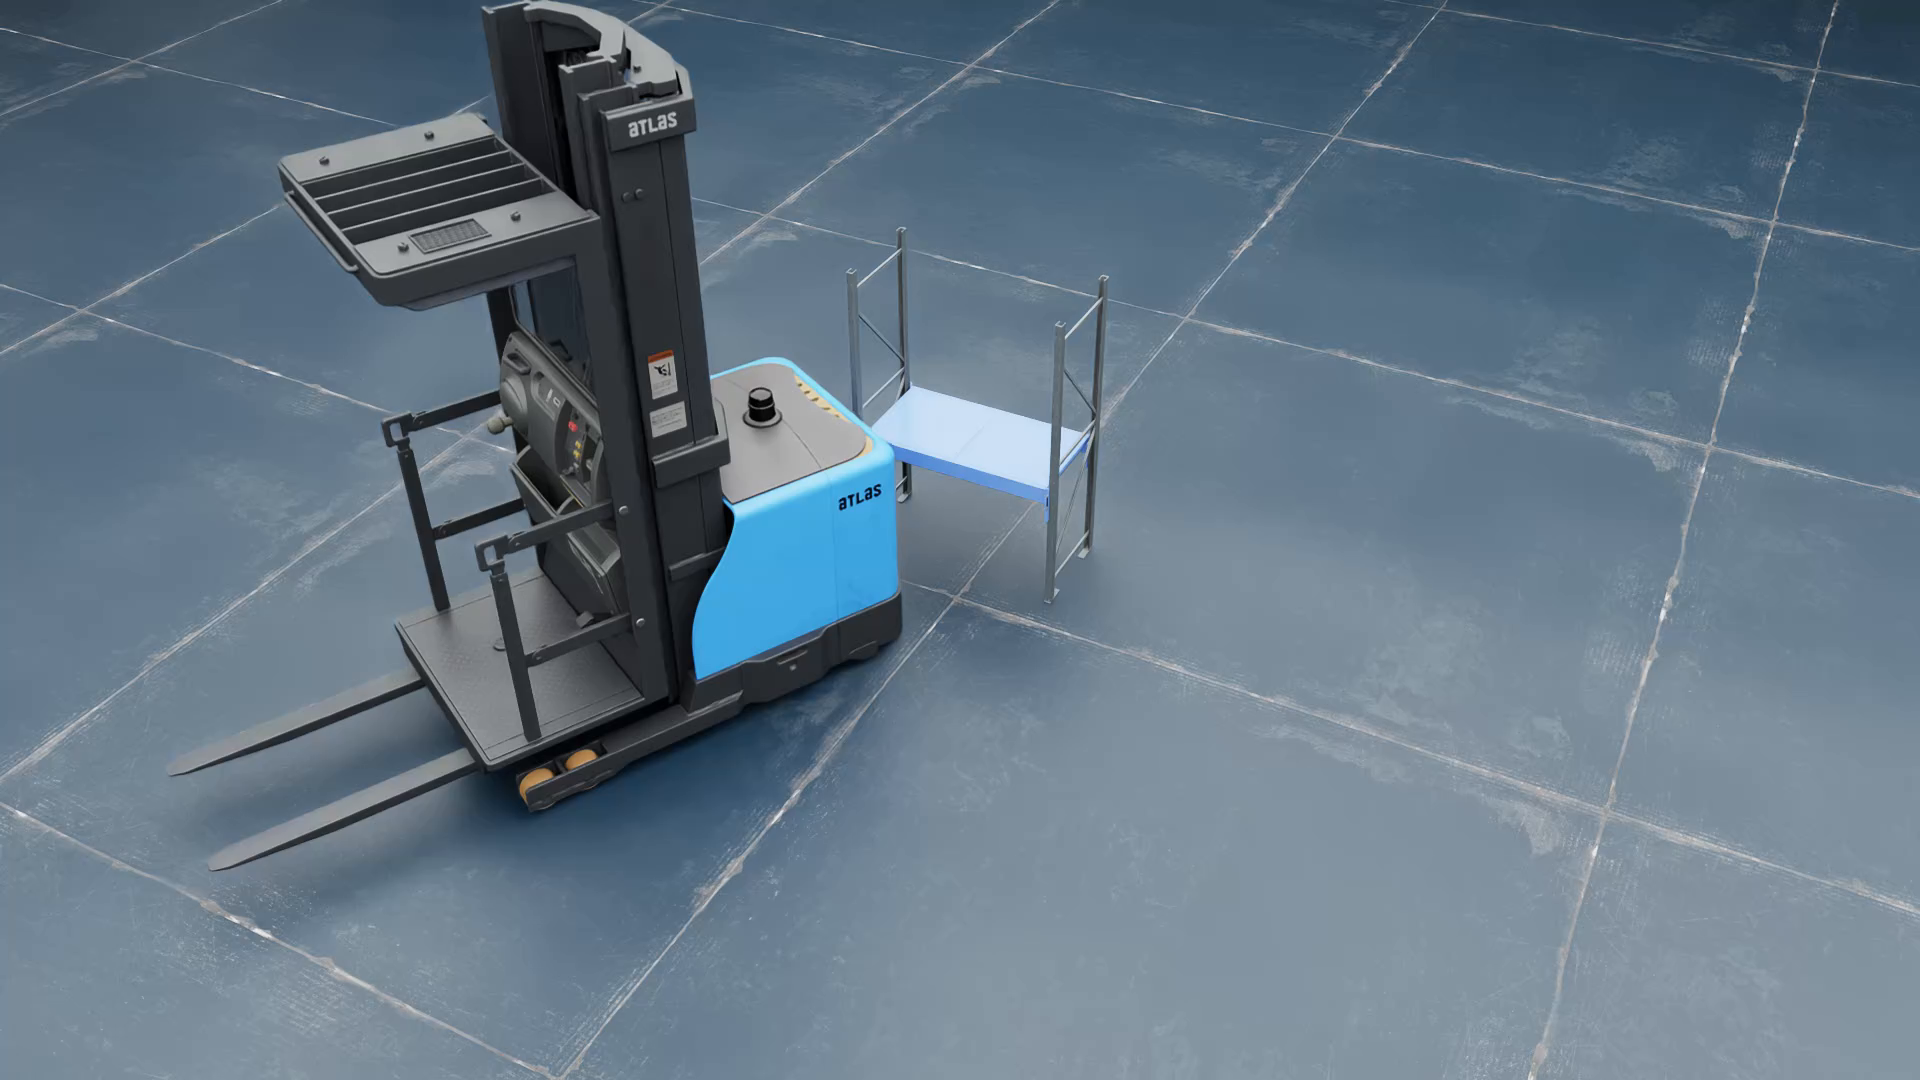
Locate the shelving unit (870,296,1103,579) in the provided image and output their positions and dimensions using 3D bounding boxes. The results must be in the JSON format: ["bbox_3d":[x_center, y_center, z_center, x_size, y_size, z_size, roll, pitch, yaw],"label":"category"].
[{"bbox_3d":[0.094,-0.569,7.779,0.991,1.308,0.475,17,41,21],"label":"shelving unit"}]

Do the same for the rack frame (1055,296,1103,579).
[{"bbox_3d":[0.528,-0.433,7.600,0.013,1.308,0.475,17,41,21],"label":"rack frame"}]

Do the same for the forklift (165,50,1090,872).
[{"bbox_3d":[-8.715,-1.110,6.756,15.967,3.598,10.324,-23,43,-27],"label":"forklift"}]

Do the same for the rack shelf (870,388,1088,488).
[{"bbox_3d":[0.076,-0.469,7.864,0.952,0.062,0.459,17,41,21],"label":"rack shelf"}]
